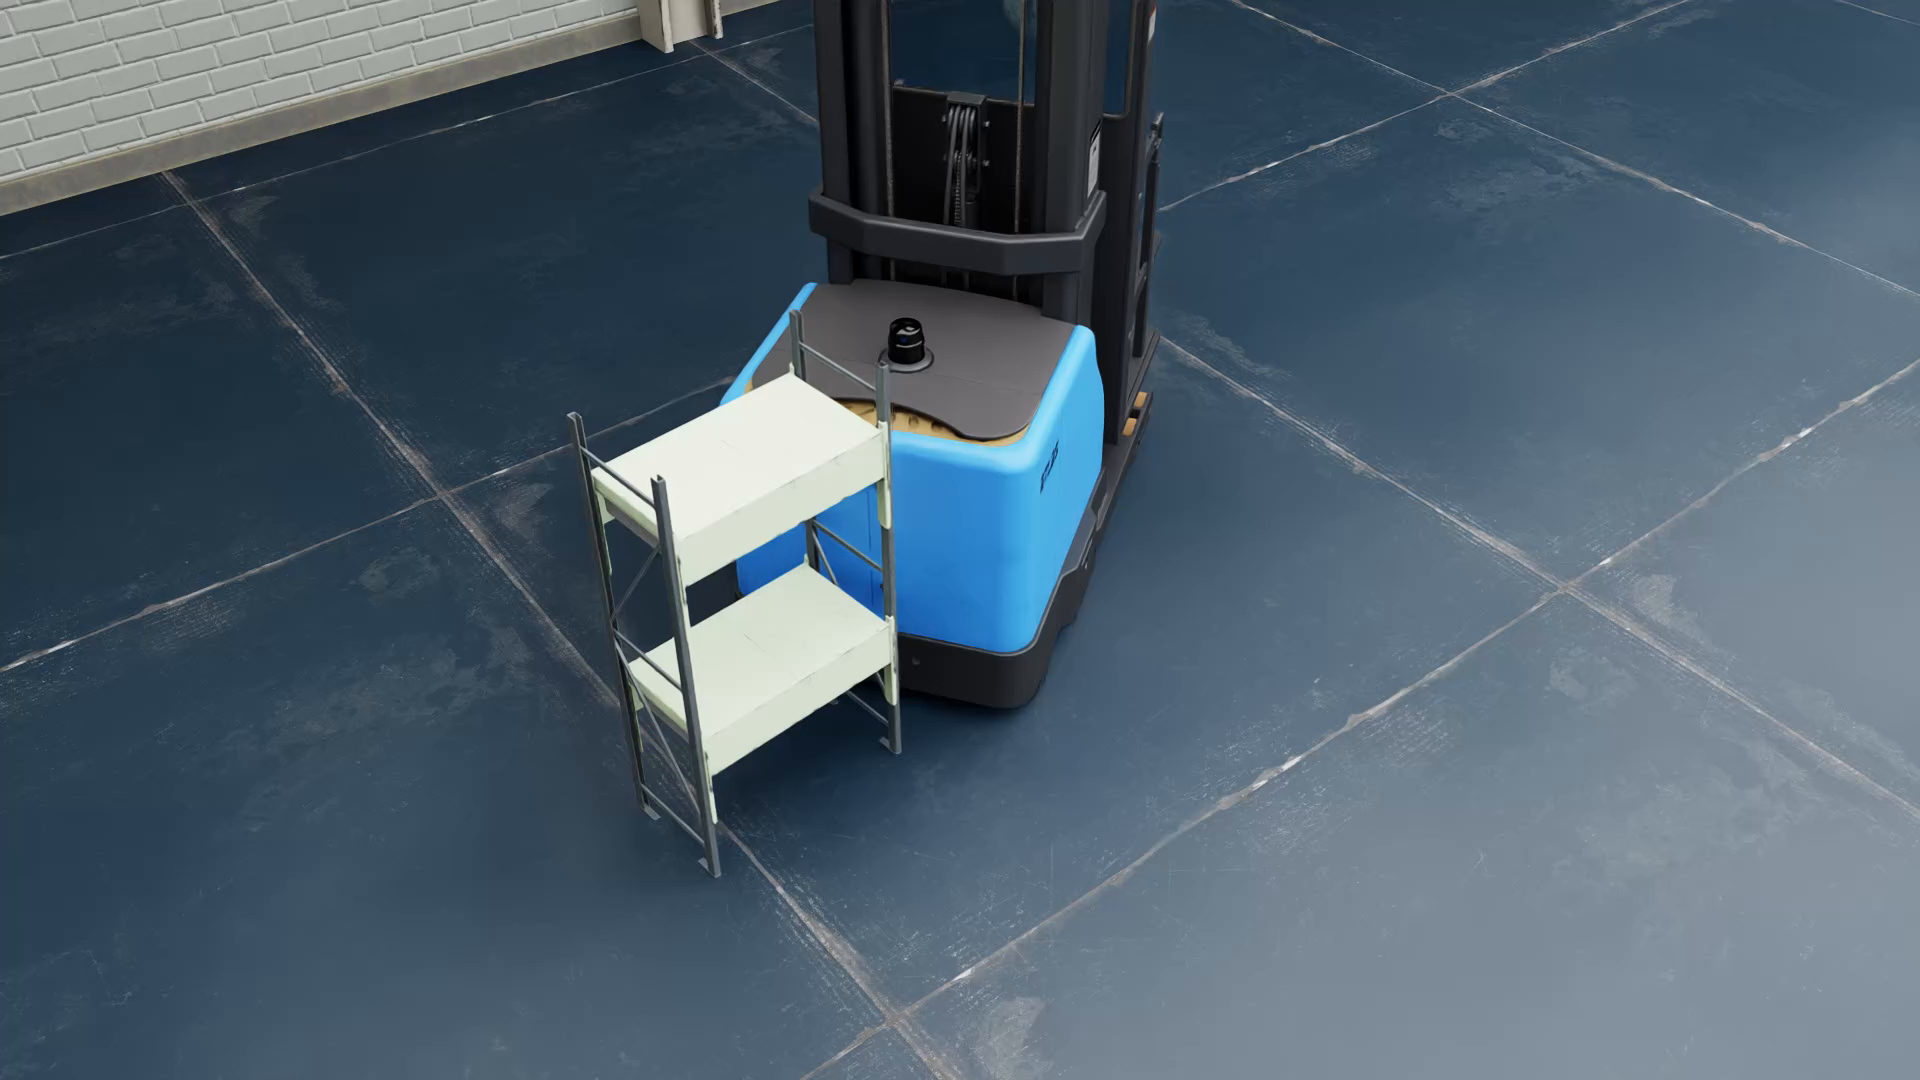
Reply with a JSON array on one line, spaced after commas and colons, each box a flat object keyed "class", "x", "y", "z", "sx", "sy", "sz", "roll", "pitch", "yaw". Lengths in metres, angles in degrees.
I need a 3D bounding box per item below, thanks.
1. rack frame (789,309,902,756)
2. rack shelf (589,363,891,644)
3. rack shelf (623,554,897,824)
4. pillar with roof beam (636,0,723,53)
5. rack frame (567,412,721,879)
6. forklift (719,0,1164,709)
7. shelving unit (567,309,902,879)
[{"class": "rack frame", "x": -0.336, "y": 0.024, "z": 5.038, "sx": 0.023, "sy": 1.500, "sz": 0.400, "roll": -31, "pitch": 49, "yaw": -32}, {"class": "rack shelf", "x": -0.601, "y": -0.117, "z": 4.595, "sx": 0.720, "sy": 0.370, "sz": 0.431, "roll": -31, "pitch": 49, "yaw": -32}, {"class": "rack shelf", "x": -0.601, "y": 0.437, "z": 5.049, "sx": 0.720, "sy": 0.370, "sz": 0.431, "roll": -31, "pitch": 49, "yaw": -32}, {"class": "pillar with roof beam", "x": 0.966, "y": -4.313, "z": 4.412, "sx": 0.400, "sy": 9.000, "sz": 9.100, "roll": -26, "pitch": 46, "yaw": -28}, {"class": "rack frame", "x": -0.866, "y": 0.345, "z": 4.647, "sx": 0.023, "sy": 1.500, "sz": 0.400, "roll": -31, "pitch": 49, "yaw": -32}, {"class": "forklift", "x": 0.157, "y": -1.522, "z": 5.794, "sx": 1.130, "sy": 2.935, "sz": 3.031, "roll": 11, "pitch": 41, "yaw": 13}, {"class": "shelving unit", "x": -0.601, "y": 0.185, "z": 4.842, "sx": 0.755, "sy": 1.500, "sz": 0.431, "roll": -31, "pitch": 49, "yaw": -32}]
